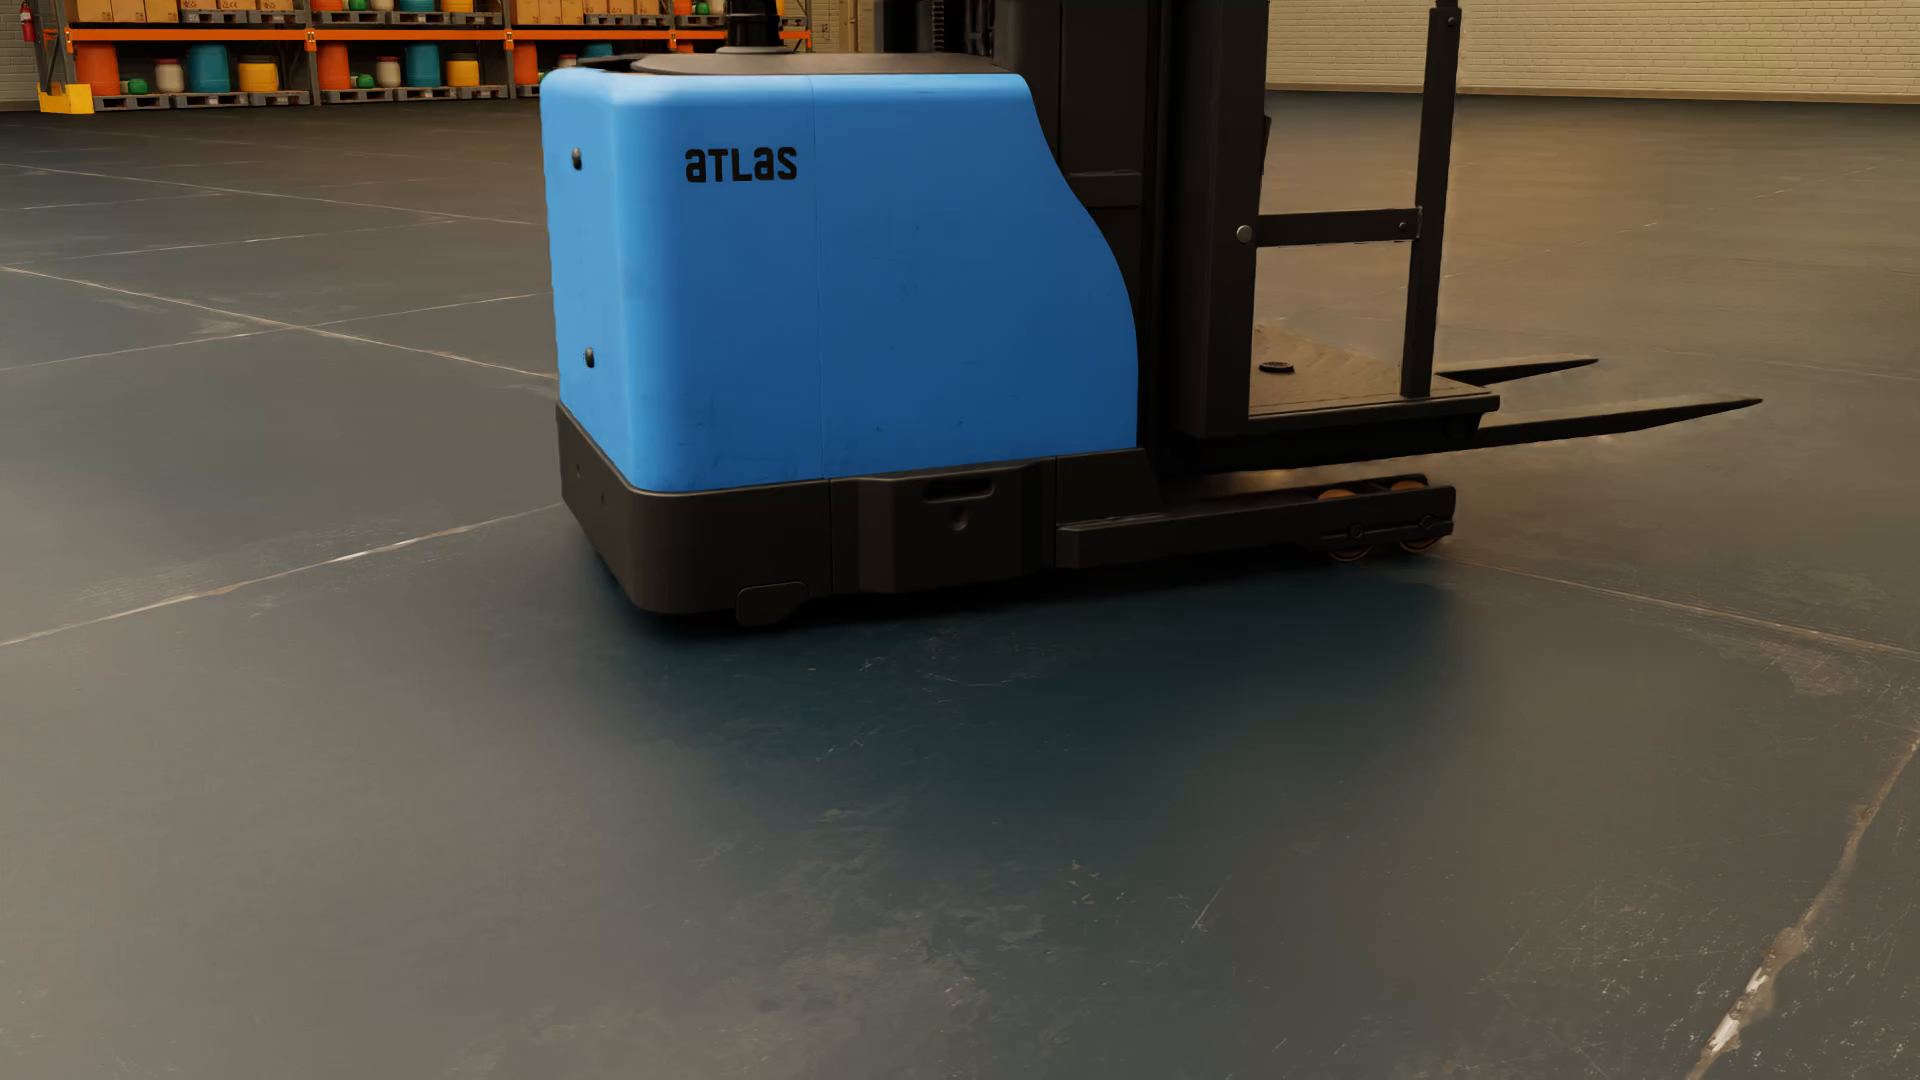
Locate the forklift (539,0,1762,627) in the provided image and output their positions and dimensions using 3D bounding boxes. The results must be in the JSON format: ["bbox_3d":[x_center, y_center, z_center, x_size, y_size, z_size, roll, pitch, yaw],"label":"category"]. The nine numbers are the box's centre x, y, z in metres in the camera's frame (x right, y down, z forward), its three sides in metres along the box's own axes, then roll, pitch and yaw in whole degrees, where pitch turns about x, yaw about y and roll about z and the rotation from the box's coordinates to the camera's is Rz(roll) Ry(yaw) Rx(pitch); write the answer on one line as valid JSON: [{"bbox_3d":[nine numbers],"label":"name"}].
[{"bbox_3d":[0.600,-1.486,3.792,3.031,2.935,1.130,-7,18,-21],"label":"forklift"}]
